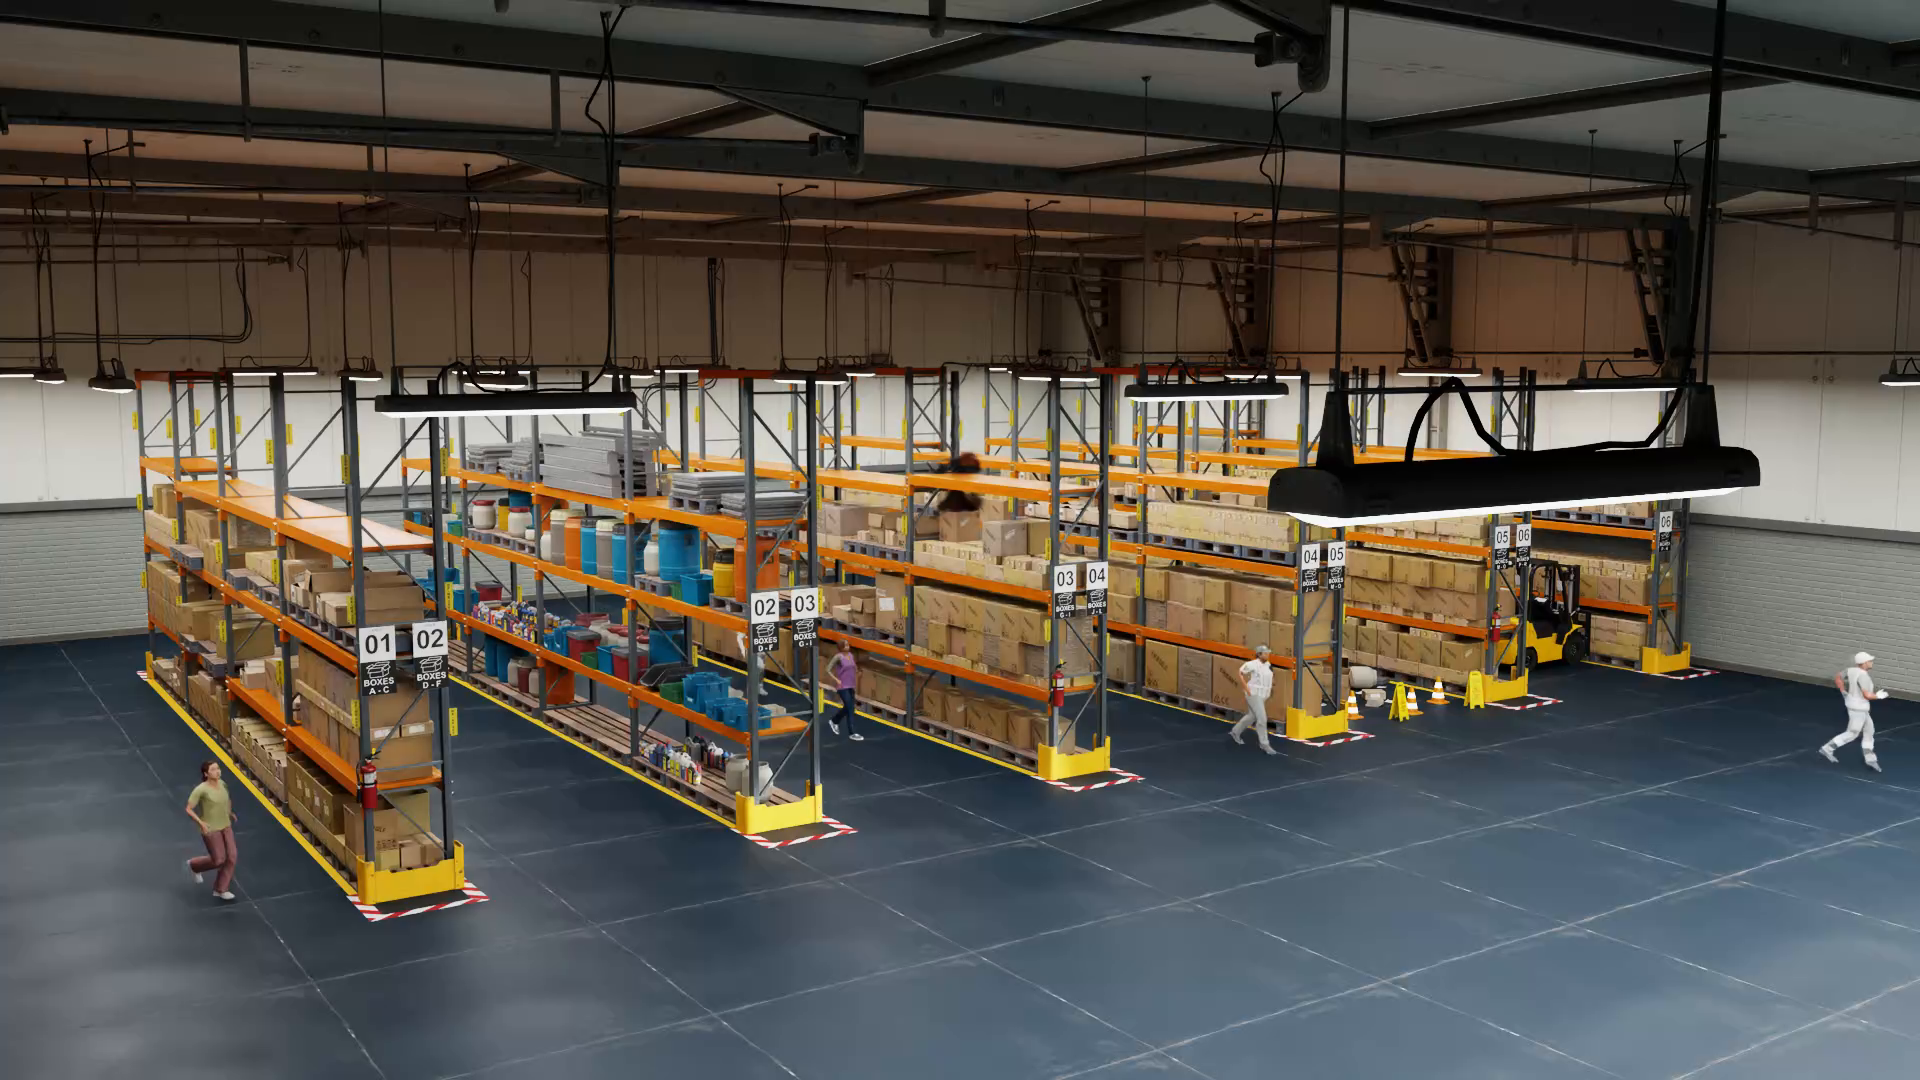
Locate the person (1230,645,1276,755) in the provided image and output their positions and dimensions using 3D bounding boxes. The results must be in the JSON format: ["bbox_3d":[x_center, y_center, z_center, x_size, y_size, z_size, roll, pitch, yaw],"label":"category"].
[{"bbox_3d":[4.757,2.509,26.583,0.928,1.677,0.614,6,9,41],"label":"person"}]

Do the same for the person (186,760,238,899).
[{"bbox_3d":[-8.704,3.351,19.355,0.624,1.629,0.585,3,7,26],"label":"person"}]

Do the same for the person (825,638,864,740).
[{"bbox_3d":[-1.803,2.321,26.055,0.751,1.573,0.547,5,8,36],"label":"person"}]

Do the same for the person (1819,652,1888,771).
[{"bbox_3d":[13.595,2.611,25.269,0.912,1.849,0.689,2,7,14],"label":"person"}]

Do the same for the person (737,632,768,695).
[{"bbox_3d":[-3.651,2.079,29.872,0.569,1.670,0.881,-4,8,-35],"label":"person"}]
